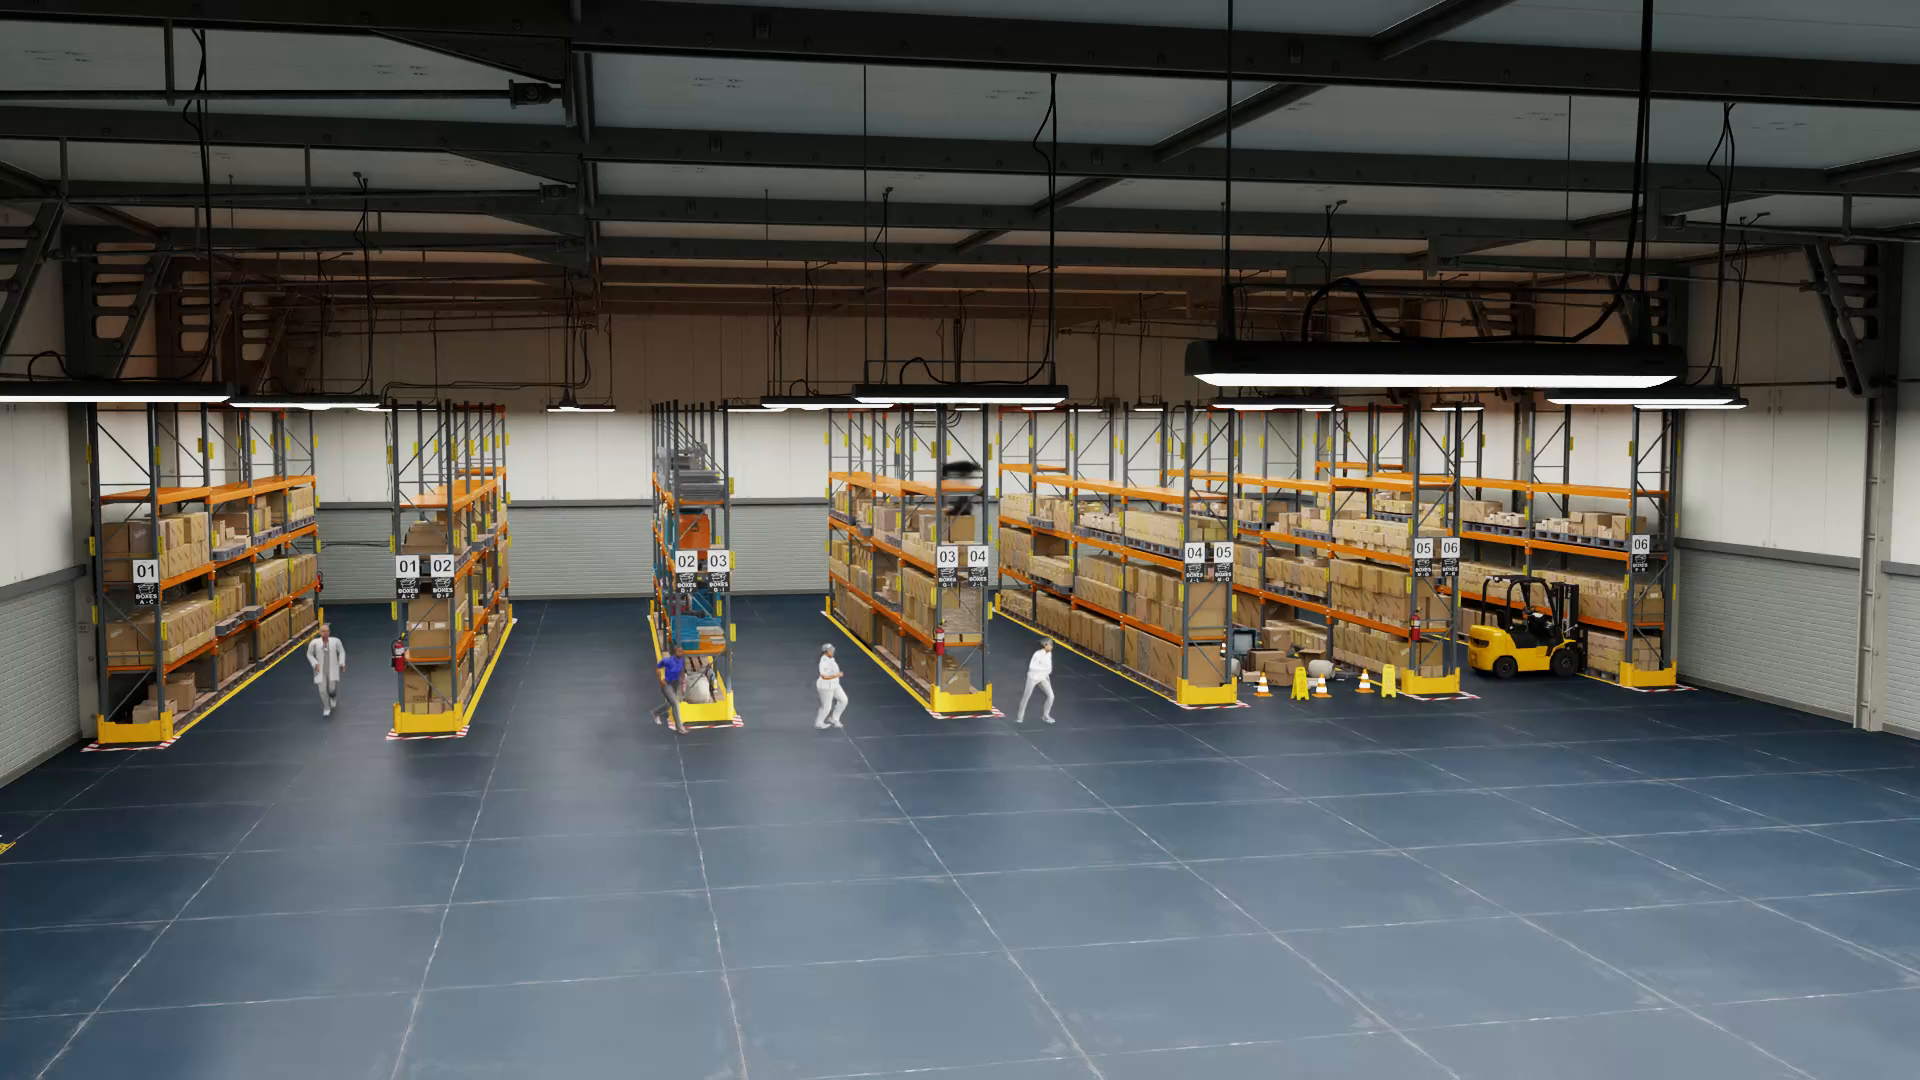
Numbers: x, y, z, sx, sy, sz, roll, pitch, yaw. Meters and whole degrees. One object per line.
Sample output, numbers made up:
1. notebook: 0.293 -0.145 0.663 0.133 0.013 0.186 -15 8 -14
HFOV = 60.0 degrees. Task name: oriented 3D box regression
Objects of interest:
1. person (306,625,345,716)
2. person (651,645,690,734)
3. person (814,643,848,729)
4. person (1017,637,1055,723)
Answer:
1. person: -12.082 2.479 31.691 0.684 1.724 0.680 -1 5 -19
2. person: -5.296 2.681 30.081 0.962 1.605 0.621 4 6 40
3. person: -2.392 2.658 30.067 0.639 1.629 0.736 1 5 19
4. person: 1.473 2.605 30.955 0.685 1.615 0.785 -3 5 -36
